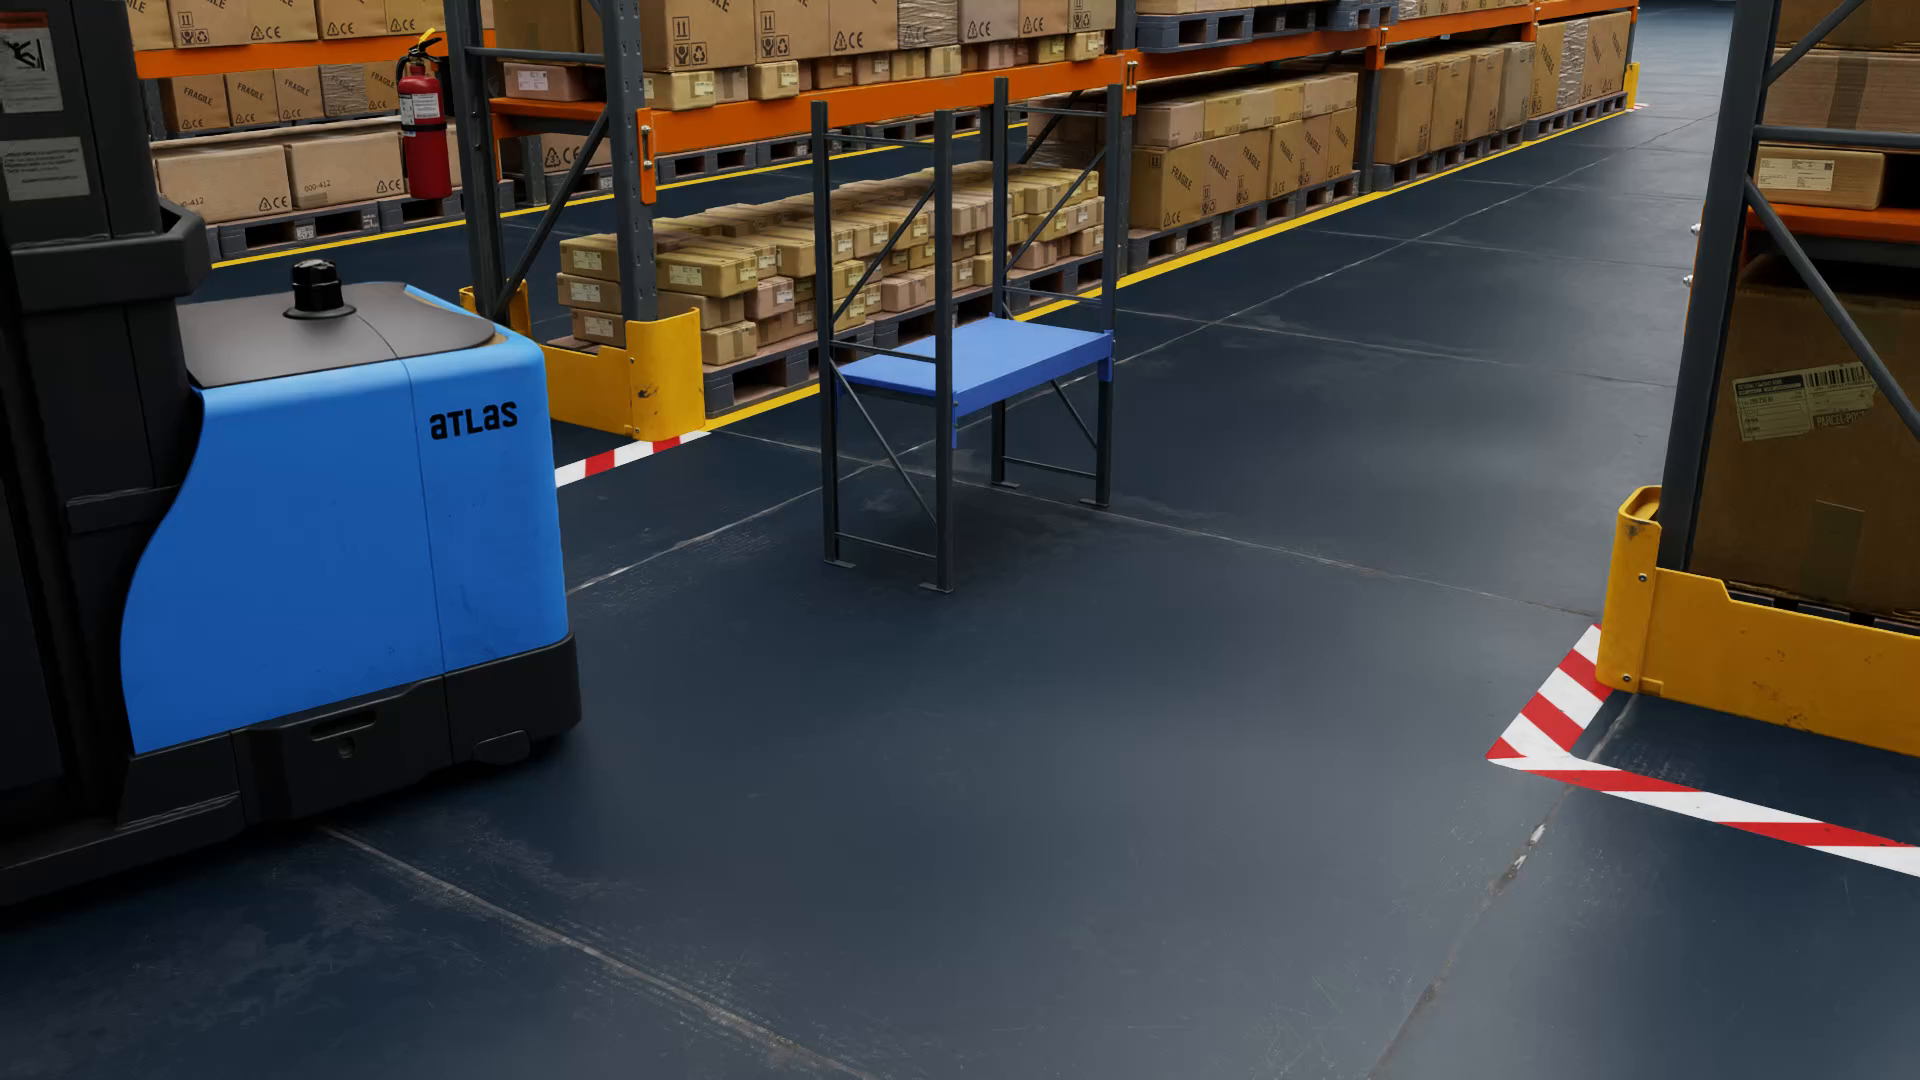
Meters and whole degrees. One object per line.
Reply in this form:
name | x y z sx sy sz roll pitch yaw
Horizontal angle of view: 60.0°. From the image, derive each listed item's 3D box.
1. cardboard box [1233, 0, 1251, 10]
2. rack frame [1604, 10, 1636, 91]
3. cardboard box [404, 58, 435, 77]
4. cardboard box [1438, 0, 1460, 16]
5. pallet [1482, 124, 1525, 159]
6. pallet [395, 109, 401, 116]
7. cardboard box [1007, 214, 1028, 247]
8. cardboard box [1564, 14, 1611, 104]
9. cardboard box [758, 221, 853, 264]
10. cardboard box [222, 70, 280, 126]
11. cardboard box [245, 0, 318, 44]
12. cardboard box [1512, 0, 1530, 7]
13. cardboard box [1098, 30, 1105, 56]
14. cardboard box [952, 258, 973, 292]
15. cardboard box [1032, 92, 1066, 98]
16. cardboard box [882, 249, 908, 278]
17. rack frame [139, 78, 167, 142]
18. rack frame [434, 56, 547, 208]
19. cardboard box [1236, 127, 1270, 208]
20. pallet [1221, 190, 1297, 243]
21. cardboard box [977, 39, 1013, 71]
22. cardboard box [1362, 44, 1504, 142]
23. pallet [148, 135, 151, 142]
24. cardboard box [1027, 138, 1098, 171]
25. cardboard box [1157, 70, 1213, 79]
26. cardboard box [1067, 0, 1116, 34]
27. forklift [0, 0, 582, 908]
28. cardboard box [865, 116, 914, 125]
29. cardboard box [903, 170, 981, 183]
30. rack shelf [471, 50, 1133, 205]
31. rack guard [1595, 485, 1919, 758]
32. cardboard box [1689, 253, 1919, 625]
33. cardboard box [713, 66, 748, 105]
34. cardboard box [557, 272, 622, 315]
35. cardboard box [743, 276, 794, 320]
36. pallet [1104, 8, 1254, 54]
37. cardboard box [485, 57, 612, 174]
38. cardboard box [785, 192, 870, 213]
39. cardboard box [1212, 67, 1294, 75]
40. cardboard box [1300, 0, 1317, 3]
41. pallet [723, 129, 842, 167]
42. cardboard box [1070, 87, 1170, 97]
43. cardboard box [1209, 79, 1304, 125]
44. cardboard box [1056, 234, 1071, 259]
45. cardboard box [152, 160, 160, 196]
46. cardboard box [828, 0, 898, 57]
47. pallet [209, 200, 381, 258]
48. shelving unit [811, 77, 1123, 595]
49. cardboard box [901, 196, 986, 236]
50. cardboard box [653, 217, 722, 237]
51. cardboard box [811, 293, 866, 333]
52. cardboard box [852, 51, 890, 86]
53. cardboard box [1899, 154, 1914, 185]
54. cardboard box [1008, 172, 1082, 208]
cardboard box | 1.606 -3.417 10.435 0.380 0.149 0.250 14 24 32
rack frame | 7.313 -6.534 19.105 1.000 3.000 0.127 13 24 32
cardboard box | -5.792 -4.862 17.582 0.500 0.500 0.500 13 24 31
cardboard box | 3.858 -4.653 13.875 0.500 0.500 0.500 13 24 32
pallet | 4.693 -3.842 15.848 1.003 0.211 1.213 13 24 32
pallet | -5.893 -4.627 17.970 1.003 0.211 1.213 13 24 32
cardboard box | 0.153 -1.725 9.179 0.380 0.149 0.250 14 24 32
cardboard box | 6.493 -5.274 18.156 0.875 0.875 0.875 13 24 31
cardboard box | -0.732 -1.403 7.881 0.380 0.149 0.250 12 23 29
cardboard box | -6.942 -4.268 15.978 0.500 0.500 0.500 13 24 31
cardboard box | -4.495 -3.448 10.619 0.500 0.500 0.500 14 25 34
cardboard box | 4.992 -5.231 15.439 0.500 0.500 0.500 13 24 32
cardboard box | 0.600 -2.845 9.496 0.380 0.149 0.250 13 24 31
cardboard box | -0.156 -1.413 8.765 0.380 0.149 0.250 14 24 33
cardboard box | 0.621 -5.136 18.509 0.950 0.372 0.625 14 24 33
cardboard box | -0.487 -1.431 8.384 0.380 0.149 0.250 15 25 35
rack frame | -7.691 -4.994 14.942 1.000 3.000 0.127 13 24 32
rack frame | -3.584 -4.027 12.328 1.000 3.000 0.127 13 24 32
cardboard box | 1.781 -2.581 11.416 0.500 0.500 0.500 14 24 33
pallet | 1.689 -2.358 11.836 1.003 0.211 1.213 13 24 32
cardboard box | 0.052 -2.532 8.649 0.380 0.149 0.250 12 23 30
cardboard box | 4.244 -4.056 15.045 1.050 0.750 0.750 13 24 32
pallet | -8.078 -3.489 14.894 1.003 0.211 1.213 13 24 32
cardboard box | 0.775 -2.377 10.865 0.500 0.500 0.500 13 24 31
cardboard box | 2.402 -5.167 17.921 0.500 0.500 0.500 13 24 32
cardboard box | 0.529 -3.083 9.204 0.500 0.500 0.500 13 24 32
forklift | -2.459 -0.661 3.327 3.031 2.935 1.130 -15 25 -35
cardboard box | -1.009 -4.299 16.247 0.950 0.372 0.625 11 23 28
cardboard box | -0.103 -2.022 9.553 0.380 0.149 0.250 13 24 31
rack shelf | -0.557 -2.179 8.370 1.077 0.370 4.000 13 24 32
rack guard | 2.350 0.232 4.416 1.175 0.500 0.348 13 24 32
cardboard box | 2.657 -0.346 4.835 0.875 0.875 0.875 13 24 32
cardboard box | -1.120 -1.935 7.036 0.380 0.149 0.250 14 25 34
cardboard box | -1.621 -1.150 7.624 0.380 0.149 0.250 13 24 30
cardboard box | -0.974 -1.110 7.518 0.380 0.149 0.250 13 24 32
pallet | 1.117 -3.192 10.346 1.003 0.211 1.213 13 24 32
cardboard box | -3.301 -3.421 13.147 0.875 0.875 0.875 14 25 33
cardboard box | -0.698 -1.728 8.759 0.380 0.149 0.250 13 24 32
cardboard box | 2.228 -3.464 12.723 0.500 0.250 0.500 12 23 29
cardboard box | 2.193 -3.719 11.253 0.380 0.149 0.250 14 25 33
pallet | -1.841 -3.655 15.343 1.003 0.211 1.213 13 24 32
cardboard box | 1.076 -2.875 11.130 0.500 0.250 0.500 15 25 34
cardboard box | 2.074 -3.078 11.678 0.500 0.250 0.500 14 24 33
cardboard box | 0.413 -1.713 9.577 0.380 0.149 0.250 14 25 33
cardboard box | -5.544 -2.084 10.162 0.875 0.438 0.875 12 24 30
cardboard box | -0.635 -2.501 7.630 0.500 0.500 0.500 14 24 33
pallet | -4.761 -2.165 11.313 1.003 0.211 1.213 13 24 32
shelving unit | 0.048 -0.728 5.571 0.538 1.500 1.048 13 24 32
cardboard box | -0.090 -1.688 8.652 0.380 0.149 0.250 12 24 30
cardboard box | -1.364 -1.443 7.989 0.380 0.149 0.250 13 24 31
cardboard box | -0.675 -1.106 7.937 0.380 0.149 0.250 14 24 32
cardboard box | -0.557 -2.242 7.863 0.380 0.149 0.250 13 24 31
cardboard box | 2.579 -1.142 4.892 0.380 0.149 0.250 13 24 32
cardboard box | 0.471 -1.996 9.483 0.380 0.149 0.250 14 24 32
